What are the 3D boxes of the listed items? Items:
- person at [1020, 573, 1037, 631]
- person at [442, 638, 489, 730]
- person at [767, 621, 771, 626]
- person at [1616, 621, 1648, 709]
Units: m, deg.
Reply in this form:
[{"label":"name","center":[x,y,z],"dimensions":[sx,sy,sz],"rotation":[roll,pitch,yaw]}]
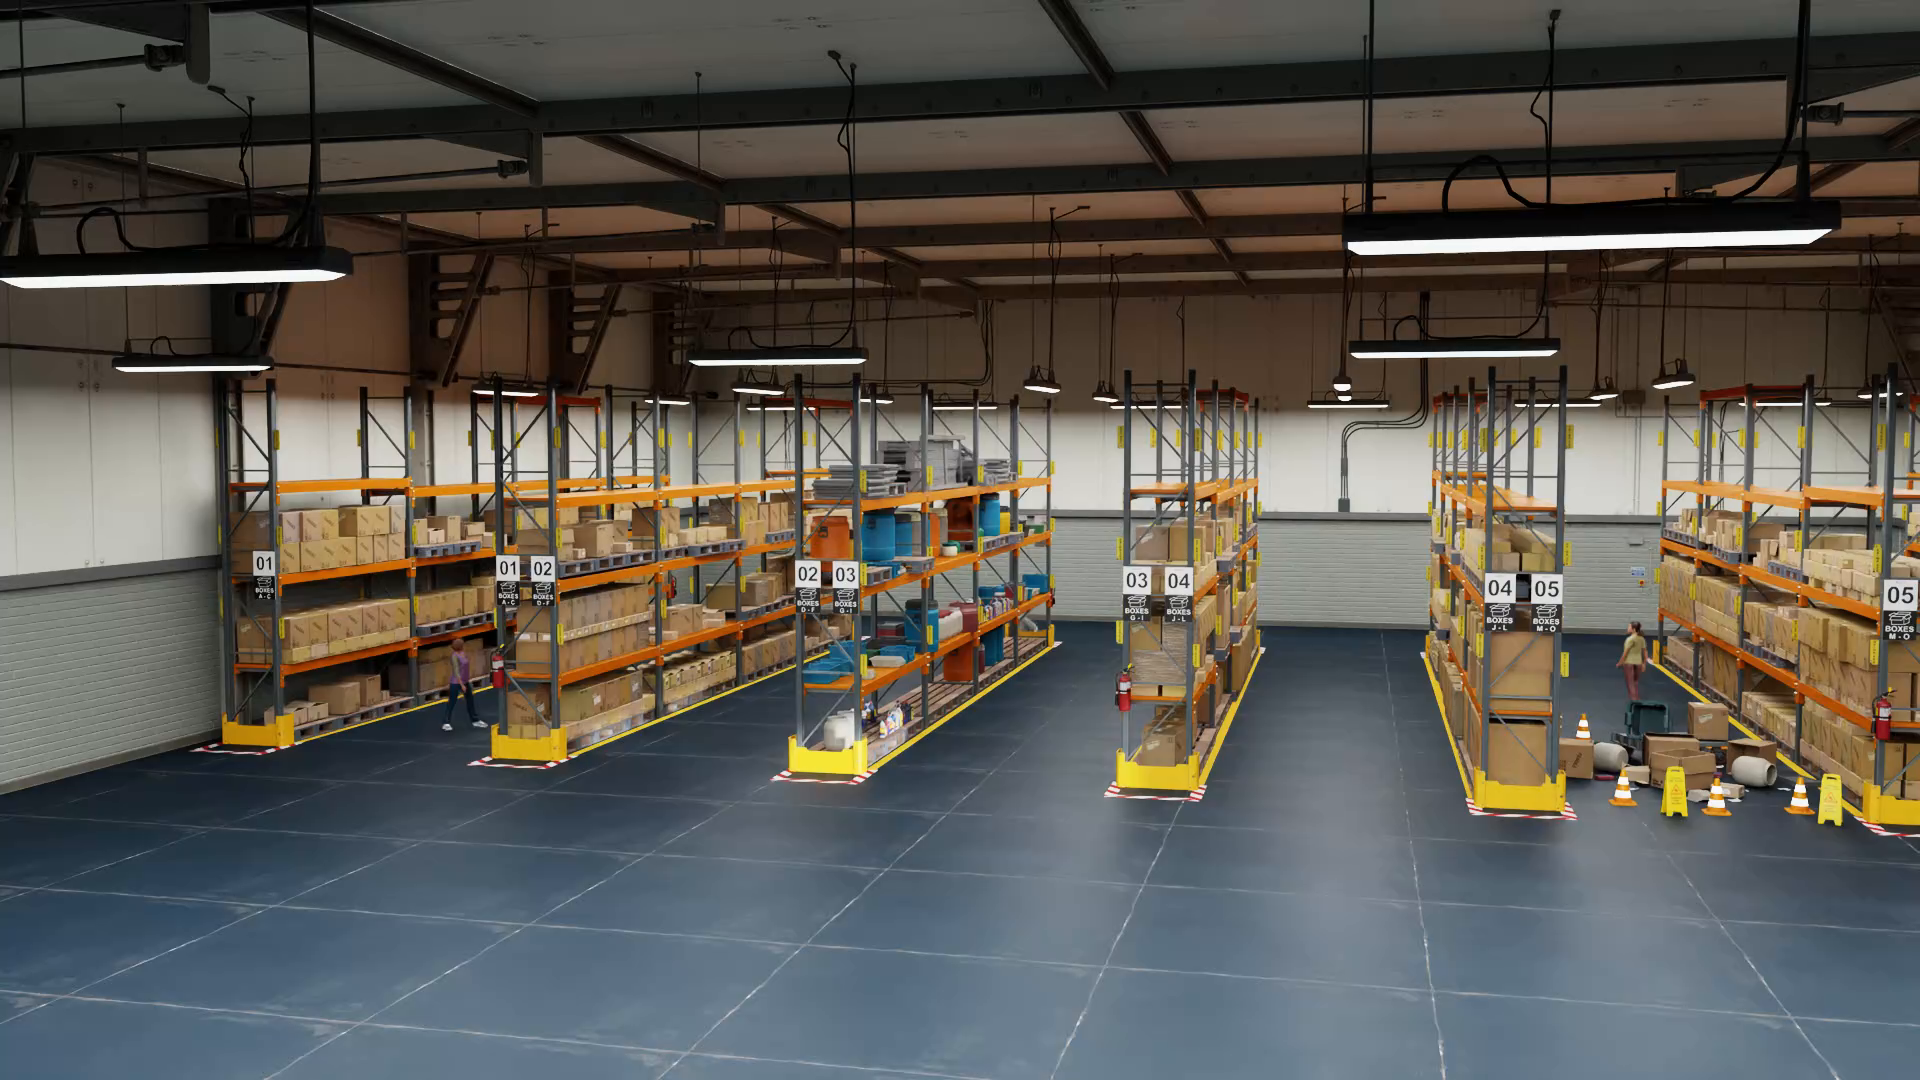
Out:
[{"label":"person","center":[1.677,1.650,41.807],"dimensions":[0.507,1.668,0.439],"rotation":[-2,4,-31]},{"label":"person","center":[-8.596,2.477,28.762],"dimensions":[0.646,1.575,0.574],"rotation":[1,4,18]},{"label":"person","center":[-5.158,1.551,43.567],"dimensions":[0.716,1.792,0.874],"rotation":[1,3,10]},{"label":"person","center":[12.381,2.325,30.621],"dimensions":[0.530,1.694,0.675],"rotation":[0,3,3]}]
